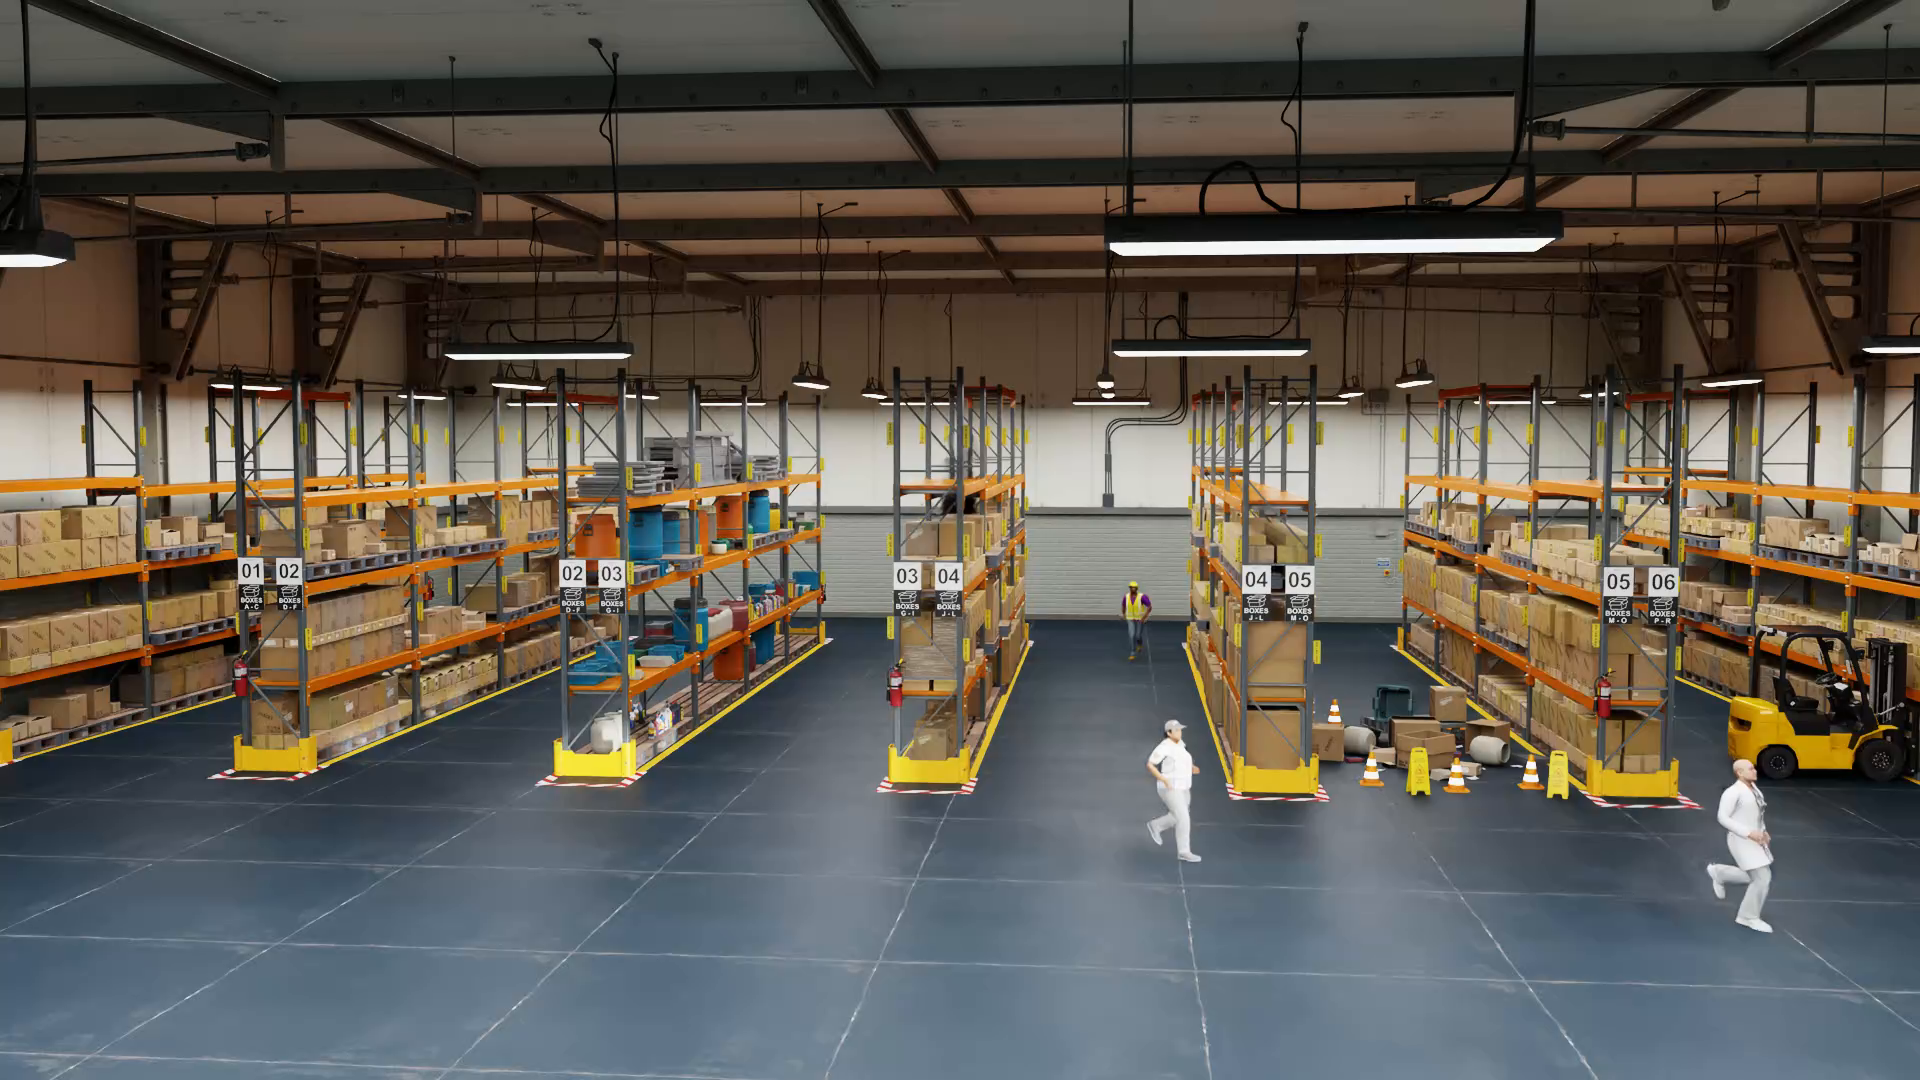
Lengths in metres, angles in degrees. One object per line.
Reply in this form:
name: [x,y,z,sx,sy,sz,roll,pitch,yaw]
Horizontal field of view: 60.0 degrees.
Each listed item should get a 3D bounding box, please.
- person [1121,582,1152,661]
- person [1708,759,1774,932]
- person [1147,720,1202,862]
person: [3.974,1.809,37.494,0.702,1.764,0.741,1,4,18]
person: [8.016,3.099,17.079,0.722,1.725,0.711,-3,5,-44]
person: [2.526,2.958,19.781,0.843,1.622,0.620,3,5,40]
